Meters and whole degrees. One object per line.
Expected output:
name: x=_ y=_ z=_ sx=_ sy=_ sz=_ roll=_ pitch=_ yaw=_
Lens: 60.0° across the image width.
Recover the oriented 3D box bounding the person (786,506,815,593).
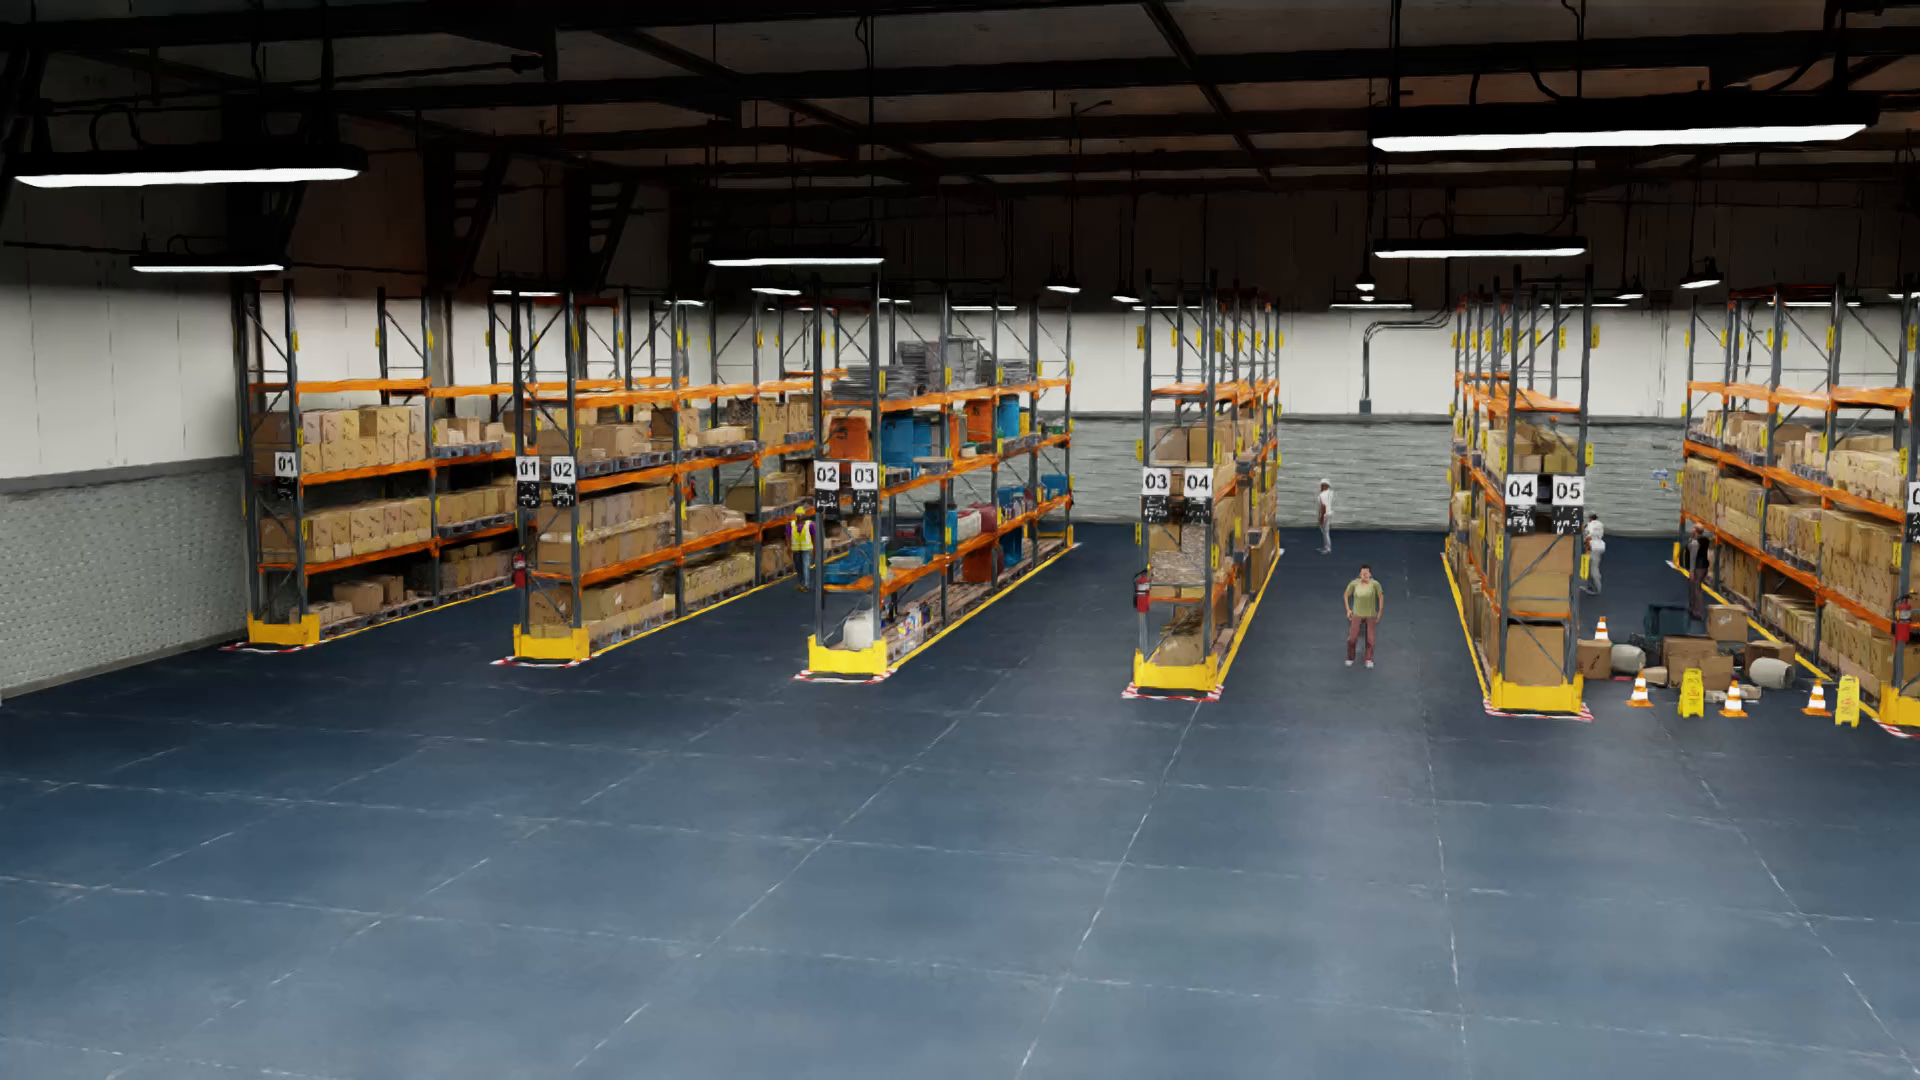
person: x=-3.179 y=0.177 z=33.142 sx=0.568 sy=1.708 sz=1.033 roll=1 pitch=7 yaw=6

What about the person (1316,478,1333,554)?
person: x=8.576 y=-0.580 z=39.173 sx=0.390 sy=1.767 sz=0.661 roll=3 pitch=7 yaw=22

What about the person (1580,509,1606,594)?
person: x=12.538 y=0.216 z=33.005 sx=0.549 sy=1.657 sz=0.599 roll=7 pitch=9 yaw=43

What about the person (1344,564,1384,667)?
person: x=6.197 y=1.150 z=25.547 sx=0.598 sy=1.619 sz=0.507 roll=1 pitch=7 yaw=12

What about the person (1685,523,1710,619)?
person: x=13.221 y=0.547 z=29.962 sx=0.499 sy=1.724 sz=0.578 roll=7 pitch=10 yaw=44
